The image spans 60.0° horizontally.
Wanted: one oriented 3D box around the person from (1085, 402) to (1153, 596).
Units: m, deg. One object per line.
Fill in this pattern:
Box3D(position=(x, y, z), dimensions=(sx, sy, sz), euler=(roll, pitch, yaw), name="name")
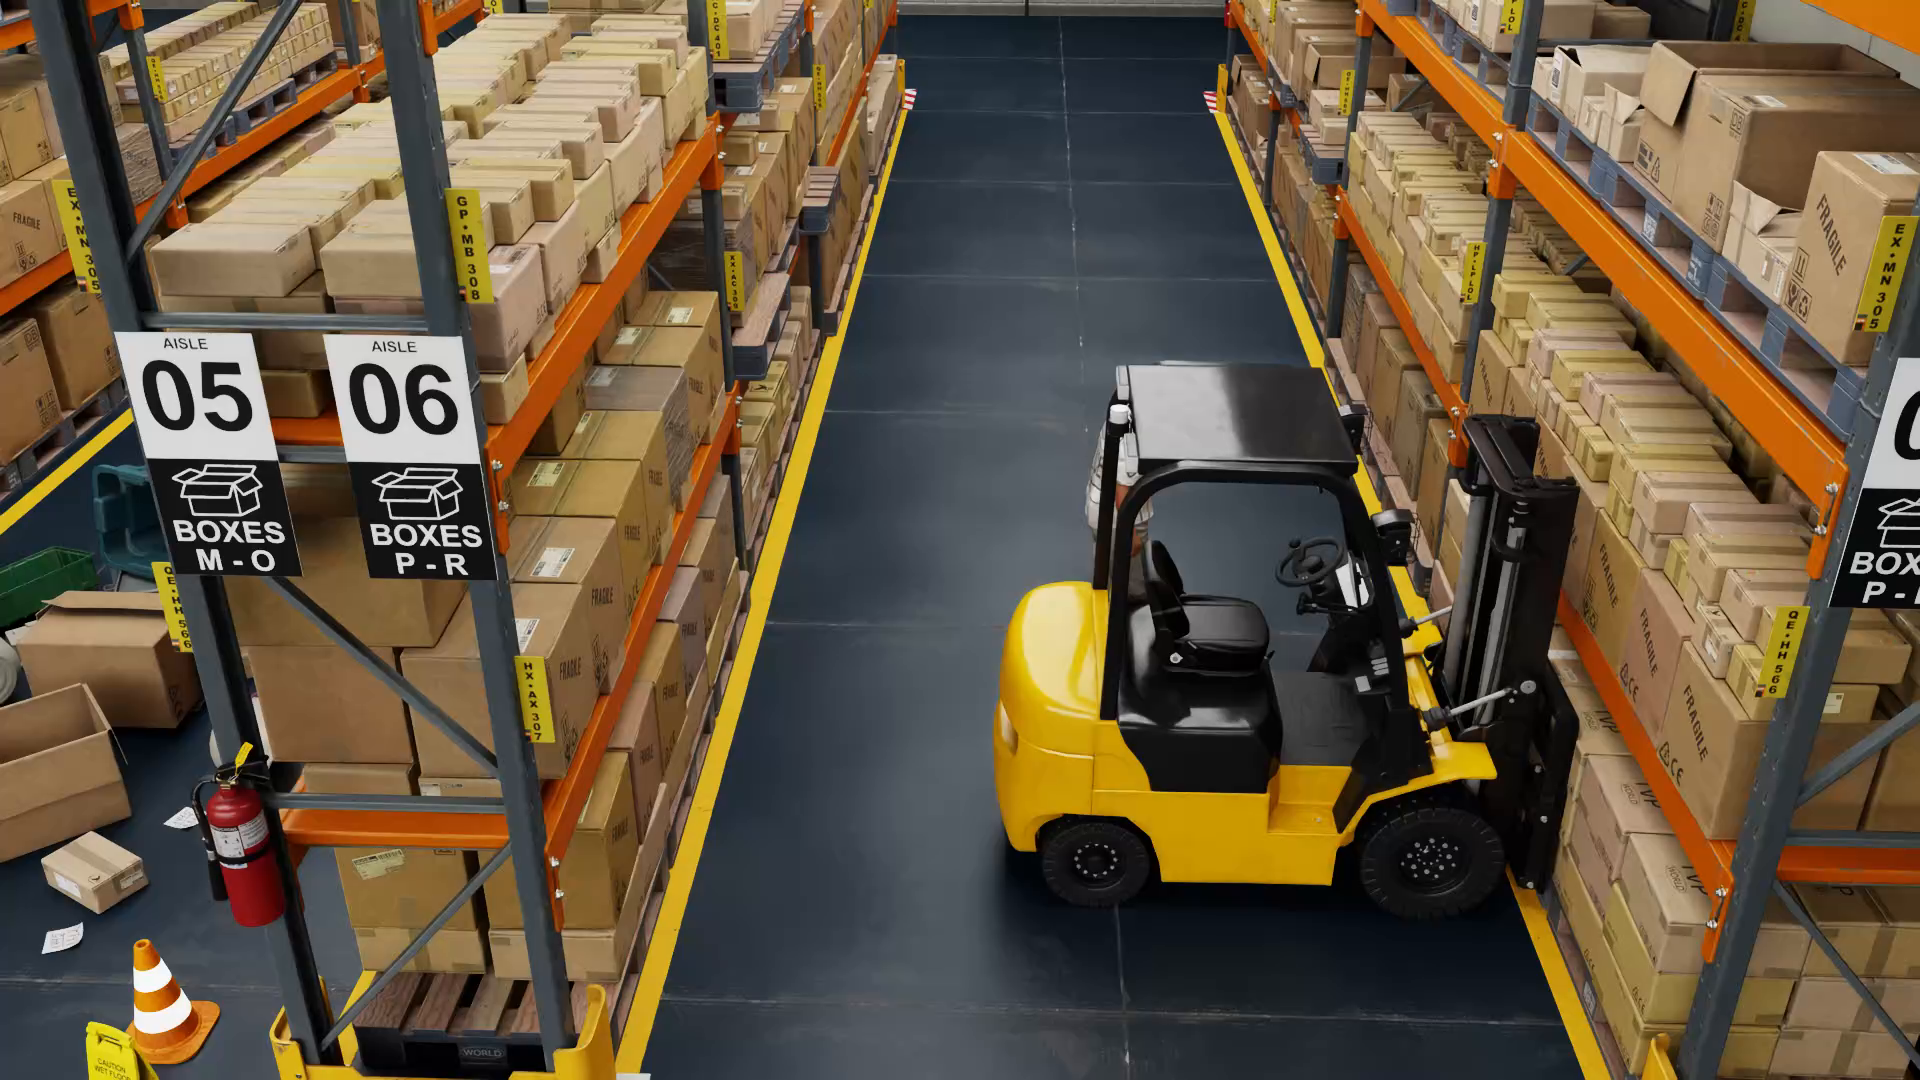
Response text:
Box3D(position=(0.867, -0.109, 8.835), dimensions=(0.404, 1.651, 0.537), euler=(1, 28, 2), name="person")
